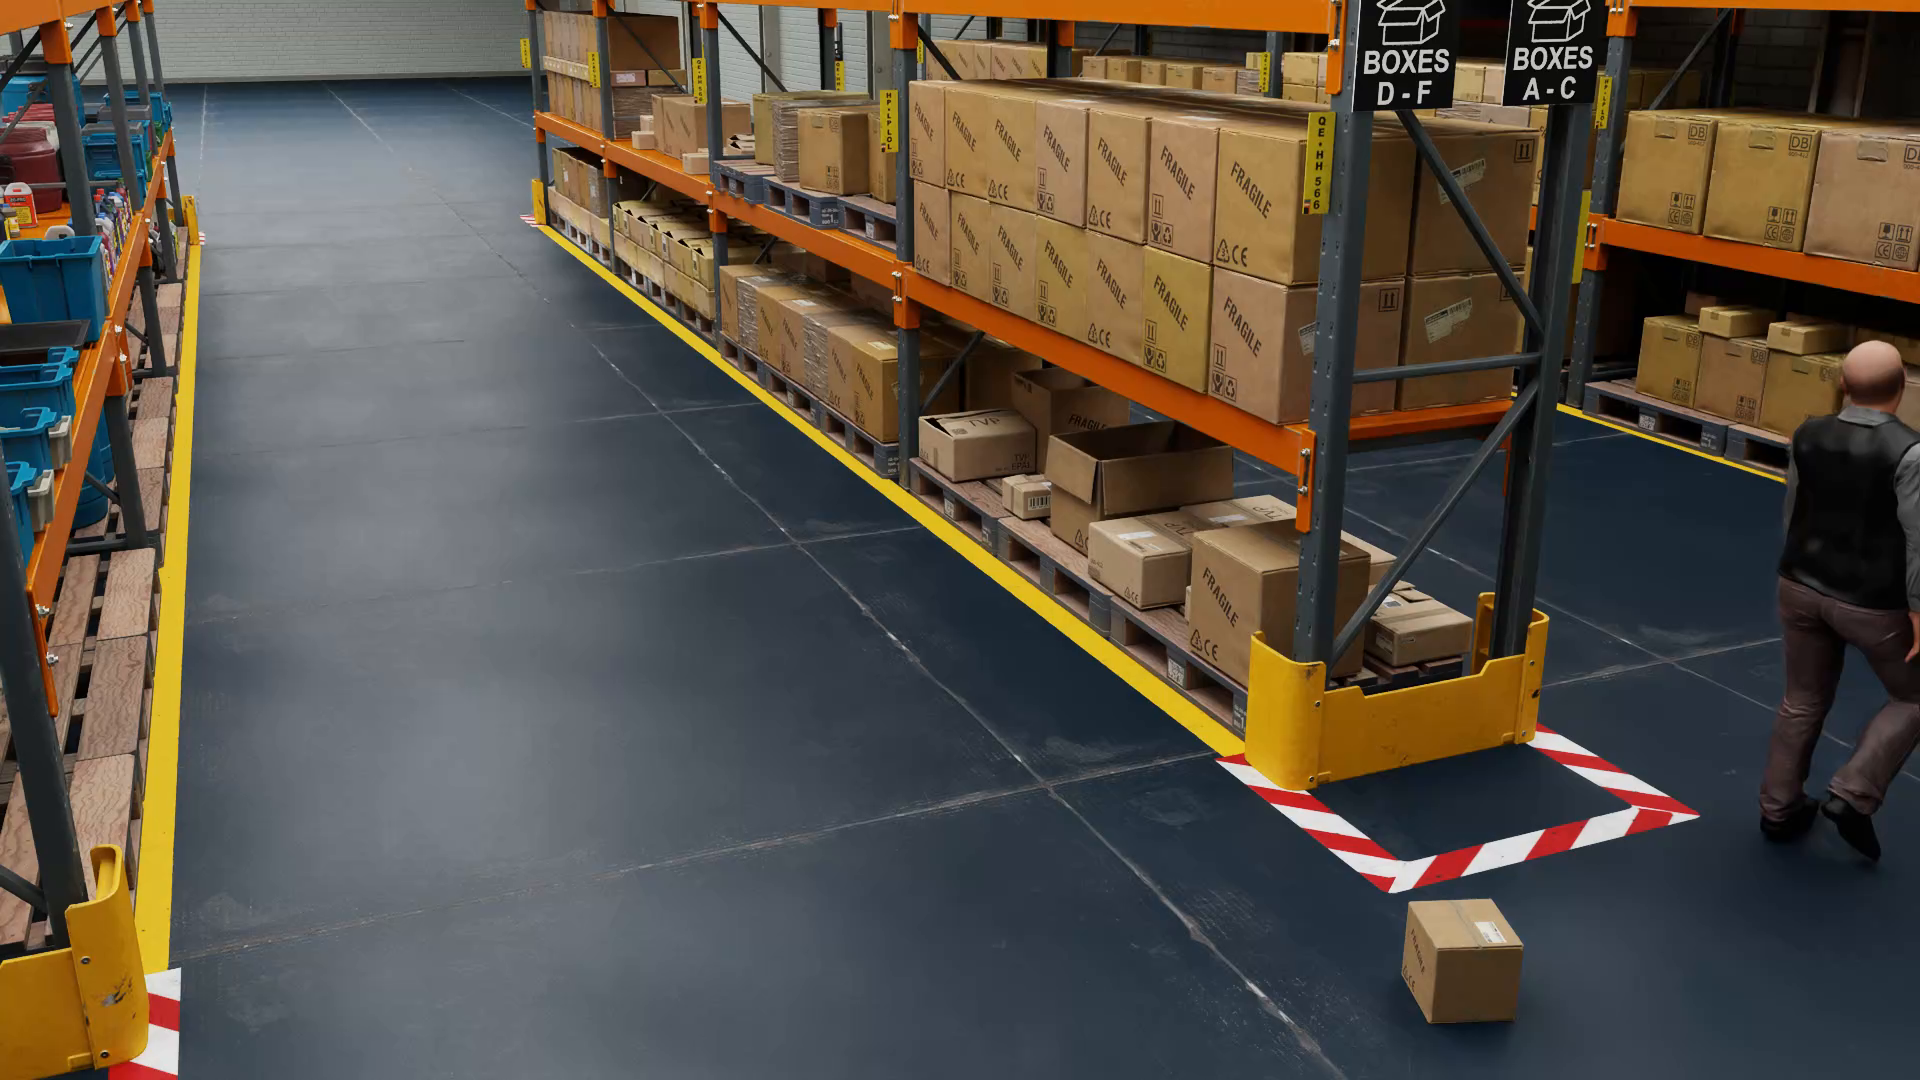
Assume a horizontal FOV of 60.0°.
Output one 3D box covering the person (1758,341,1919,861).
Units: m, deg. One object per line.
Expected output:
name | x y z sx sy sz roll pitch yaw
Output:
person | 2.964 0.192 5.505 0.445 1.721 0.575 -12 22 -31
